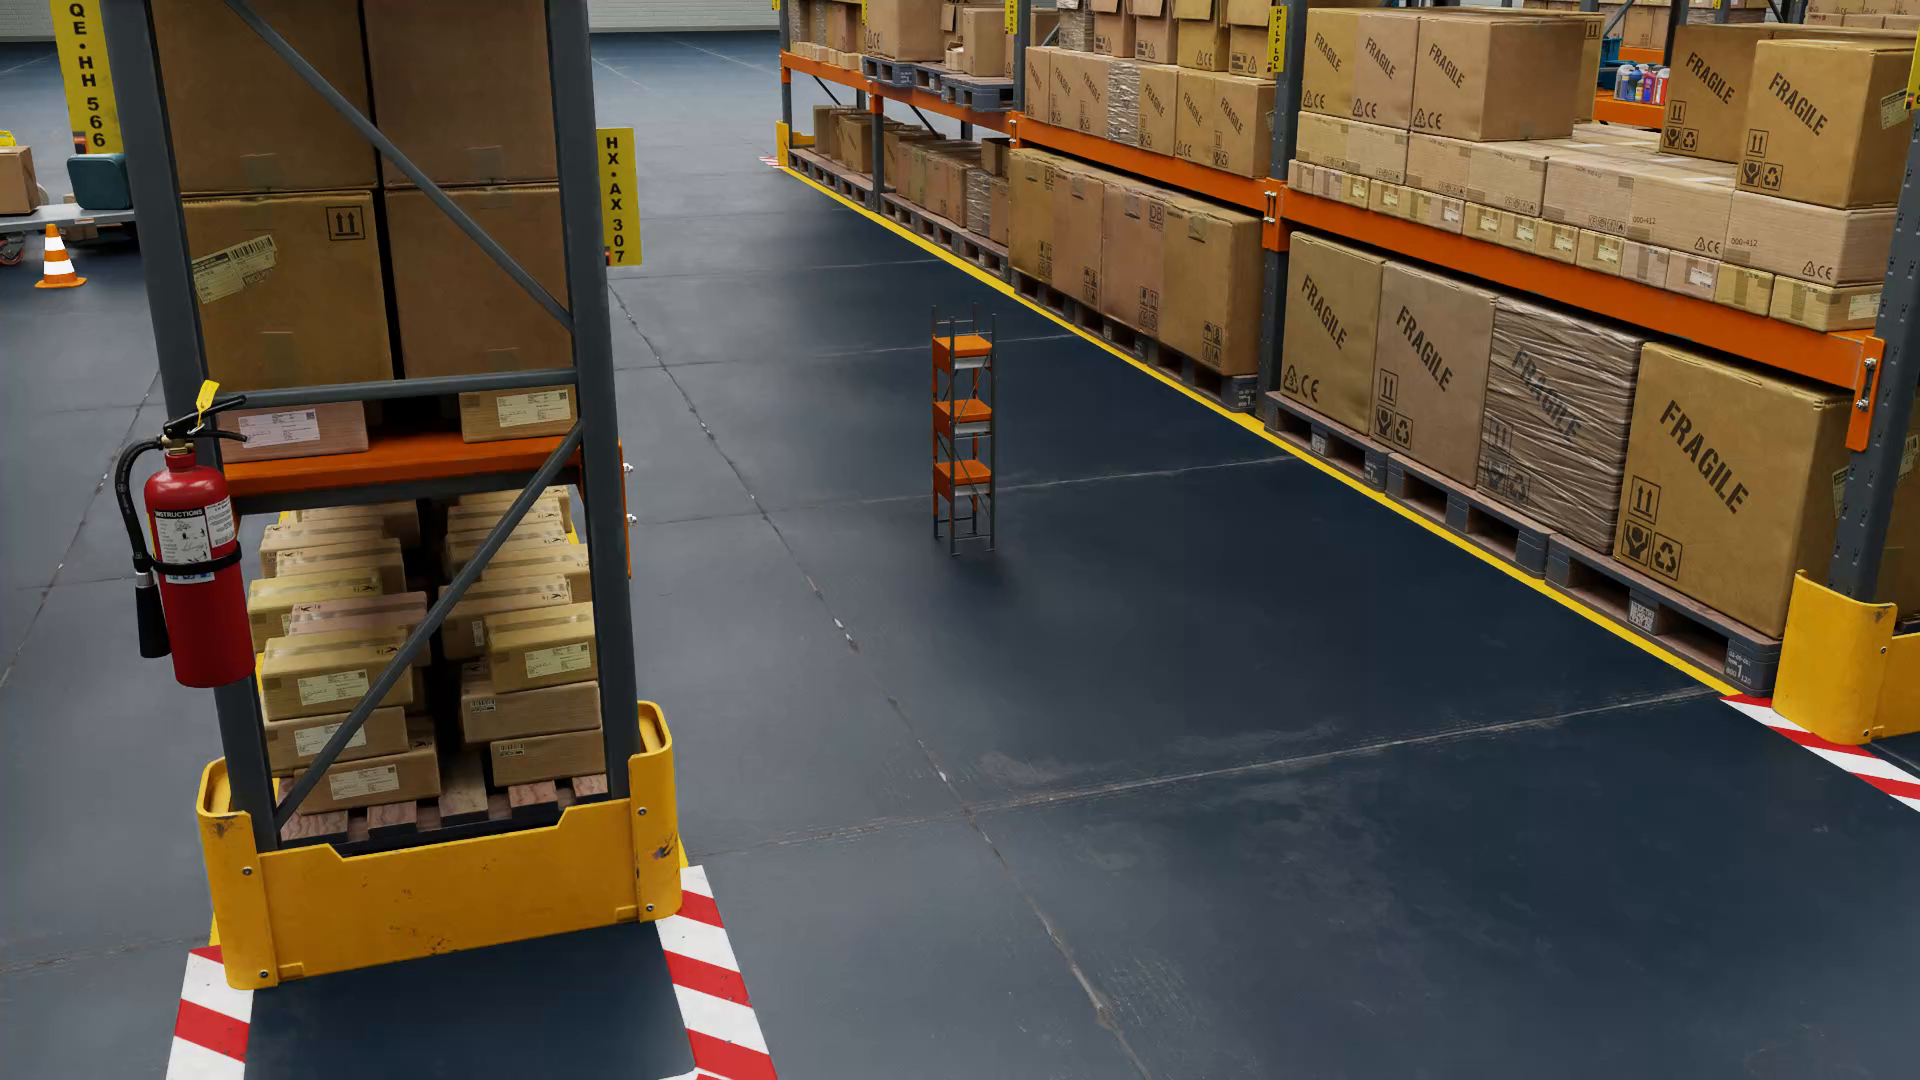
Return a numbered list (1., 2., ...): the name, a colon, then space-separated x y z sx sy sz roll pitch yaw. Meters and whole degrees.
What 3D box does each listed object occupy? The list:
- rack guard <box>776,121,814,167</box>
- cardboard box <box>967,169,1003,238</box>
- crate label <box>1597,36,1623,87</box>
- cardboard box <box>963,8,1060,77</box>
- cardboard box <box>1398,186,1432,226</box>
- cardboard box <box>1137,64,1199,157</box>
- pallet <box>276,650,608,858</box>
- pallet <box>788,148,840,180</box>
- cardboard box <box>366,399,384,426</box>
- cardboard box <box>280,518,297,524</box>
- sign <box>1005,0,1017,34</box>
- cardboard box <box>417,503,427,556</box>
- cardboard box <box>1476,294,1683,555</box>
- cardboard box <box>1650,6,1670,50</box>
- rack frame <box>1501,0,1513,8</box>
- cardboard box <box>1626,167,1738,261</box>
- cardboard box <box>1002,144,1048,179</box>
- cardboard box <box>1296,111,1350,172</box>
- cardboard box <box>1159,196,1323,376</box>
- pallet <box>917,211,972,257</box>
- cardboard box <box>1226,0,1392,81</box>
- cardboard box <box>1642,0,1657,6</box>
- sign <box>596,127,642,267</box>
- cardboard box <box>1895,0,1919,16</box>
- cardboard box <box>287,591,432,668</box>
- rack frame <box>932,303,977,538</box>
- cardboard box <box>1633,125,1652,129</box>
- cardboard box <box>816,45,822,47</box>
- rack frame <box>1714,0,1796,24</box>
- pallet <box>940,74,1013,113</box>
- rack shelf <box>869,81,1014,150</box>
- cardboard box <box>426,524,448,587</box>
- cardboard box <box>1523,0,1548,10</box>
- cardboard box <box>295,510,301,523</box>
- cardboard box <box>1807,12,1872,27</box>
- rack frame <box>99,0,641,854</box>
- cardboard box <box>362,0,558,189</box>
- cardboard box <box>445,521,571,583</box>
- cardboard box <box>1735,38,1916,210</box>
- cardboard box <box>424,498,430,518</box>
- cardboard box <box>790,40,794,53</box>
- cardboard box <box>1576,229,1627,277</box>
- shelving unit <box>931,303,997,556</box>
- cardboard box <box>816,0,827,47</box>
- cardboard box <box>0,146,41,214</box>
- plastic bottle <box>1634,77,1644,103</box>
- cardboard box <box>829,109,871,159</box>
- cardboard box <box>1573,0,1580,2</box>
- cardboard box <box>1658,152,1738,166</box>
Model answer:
1. rack guard: -1.601 -4.782 19.989 1.175 0.500 0.348 -6 21 -17
2. cardboard box: 0.473 -2.835 13.920 0.700 0.500 0.500 -8 21 -22
3. crate label: 5.536 -4.306 14.914 0.502 0.435 0.616 -6 21 -17
4. cardboard box: 0.411 -3.997 13.339 0.700 0.500 0.500 -3 20 -9
5. cardboard box: 2.255 -1.548 7.660 0.380 0.149 0.250 -7 21 -18
6. cardboard box: 1.421 -2.626 10.142 0.500 0.500 0.500 -7 21 -18
7. pallet: -1.582 0.670 5.238 1.003 0.211 1.213 -6 21 -17
8. pallet: -1.379 -4.381 19.302 1.003 0.211 1.213 -6 21 -17
9. cardboard box: -1.750 -0.393 4.446 0.380 0.149 0.250 -6 21 -17
10. cardboard box: -2.289 0.011 6.105 0.380 0.149 0.250 -6 21 -17
11. sign: 0.377 -3.862 12.136 0.100 0.325 0.005 -6 21 -17
12. cardboard box: -2.328 -0.023 6.641 0.380 0.149 0.250 -7 21 -20
13. cardboard box: 2.841 -0.534 6.989 0.875 0.875 0.875 -6 21 -17
14. cardboard box: 8.720 -6.107 19.835 0.700 0.500 0.500 -7 21 -18
15. rack frame: 7.780 -7.034 22.562 1.000 3.000 0.127 -6 21 -17
16. cardboard box: 2.841 -1.207 6.123 0.500 0.250 0.500 -7 21 -18
17. cardboard box: 0.650 -3.010 13.298 0.500 0.250 0.500 -6 20 -15
18. cardboard box: 2.046 -2.022 8.391 0.500 0.250 0.500 -7 21 -18
19. cardboard box: 1.927 -1.532 9.767 1.225 0.875 0.875 -6 21 -17
20. pallet: 0.266 -2.745 14.745 1.003 0.211 1.213 -6 21 -17
21. cardboard box: 1.938 -2.855 9.295 0.797 0.503 0.637 -7 21 -19
22. cardboard box: 8.431 -6.494 19.951 0.380 0.149 0.250 -6 21 -17
23. sign: -0.821 -0.818 3.977 0.100 0.325 0.005 -6 21 -17
24. cardboard box: 12.823 -7.177 22.044 0.500 0.500 0.500 -6 21 -16
25. cardboard box: -1.768 0.281 4.913 0.380 0.149 0.250 -6 21 -16
26. rack frame: -0.022 -0.516 7.300 0.200 1.050 0.008 -6 21 -17
27. cardboard box: 8.537 -4.941 20.181 0.500 0.250 0.500 -6 21 -17
28. cardboard box: -1.363 -5.347 18.237 0.380 0.149 0.250 -6 21 -17
29. rack frame: 9.038 -5.750 18.988 1.000 3.000 0.127 -6 21 -17
30. pallet: 0.564 -3.542 13.125 1.213 0.211 1.003 -6 21 -17
31. rack shelf: 0.261 -3.718 14.396 1.077 0.370 4.000 -6 21 -17
32. cardboard box: -1.727 0.041 6.022 0.380 0.149 0.250 -5 20 -14
33. cardboard box: 7.915 -6.930 22.124 0.700 0.500 0.500 -6 21 -17
34. cardboard box: -2.215 -0.136 6.074 0.380 0.149 0.250 -6 21 -17
35. cardboard box: 9.429 -5.380 17.809 0.500 0.500 0.500 -5 20 -13
36. rack frame: -1.336 -0.353 3.963 1.000 3.000 0.127 -6 21 -17
37. cardboard box: -1.225 -1.183 4.206 0.500 0.500 0.500 -7 21 -18
38. cardboard box: -1.493 0.066 5.513 0.380 0.149 0.250 -7 21 -20
39. cardboard box: 3.001 -1.399 5.545 0.500 0.500 0.500 -6 21 -17
40. cardboard box: -2.033 -0.136 6.953 0.380 0.149 0.250 -7 21 -19
41. cardboard box: -1.762 -5.747 19.352 0.380 0.149 0.250 -6 21 -17
42. cardboard box: 2.657 -1.137 6.515 0.380 0.149 0.250 -7 21 -18
43. shelving unit: 0.017 -0.477 7.191 0.215 1.050 0.252 -6 21 -17
44. cardboard box: -1.091 -5.677 18.197 0.875 0.500 0.500 -6 21 -17
45. cardboard box: -8.095 -3.025 13.977 0.500 0.500 0.500 -6 21 -17
46. plastic bottle: 5.462 -3.603 13.305 0.097 0.201 0.097 0 20 0
47. cardboard box: -1.224 -4.613 18.899 0.500 0.500 0.500 -1 20 -3
48. cardboard box: 8.025 -6.906 21.099 0.380 0.149 0.250 -7 21 -19
49. cardboard box: 3.185 -1.428 6.736 0.500 0.250 0.500 -7 21 -19
